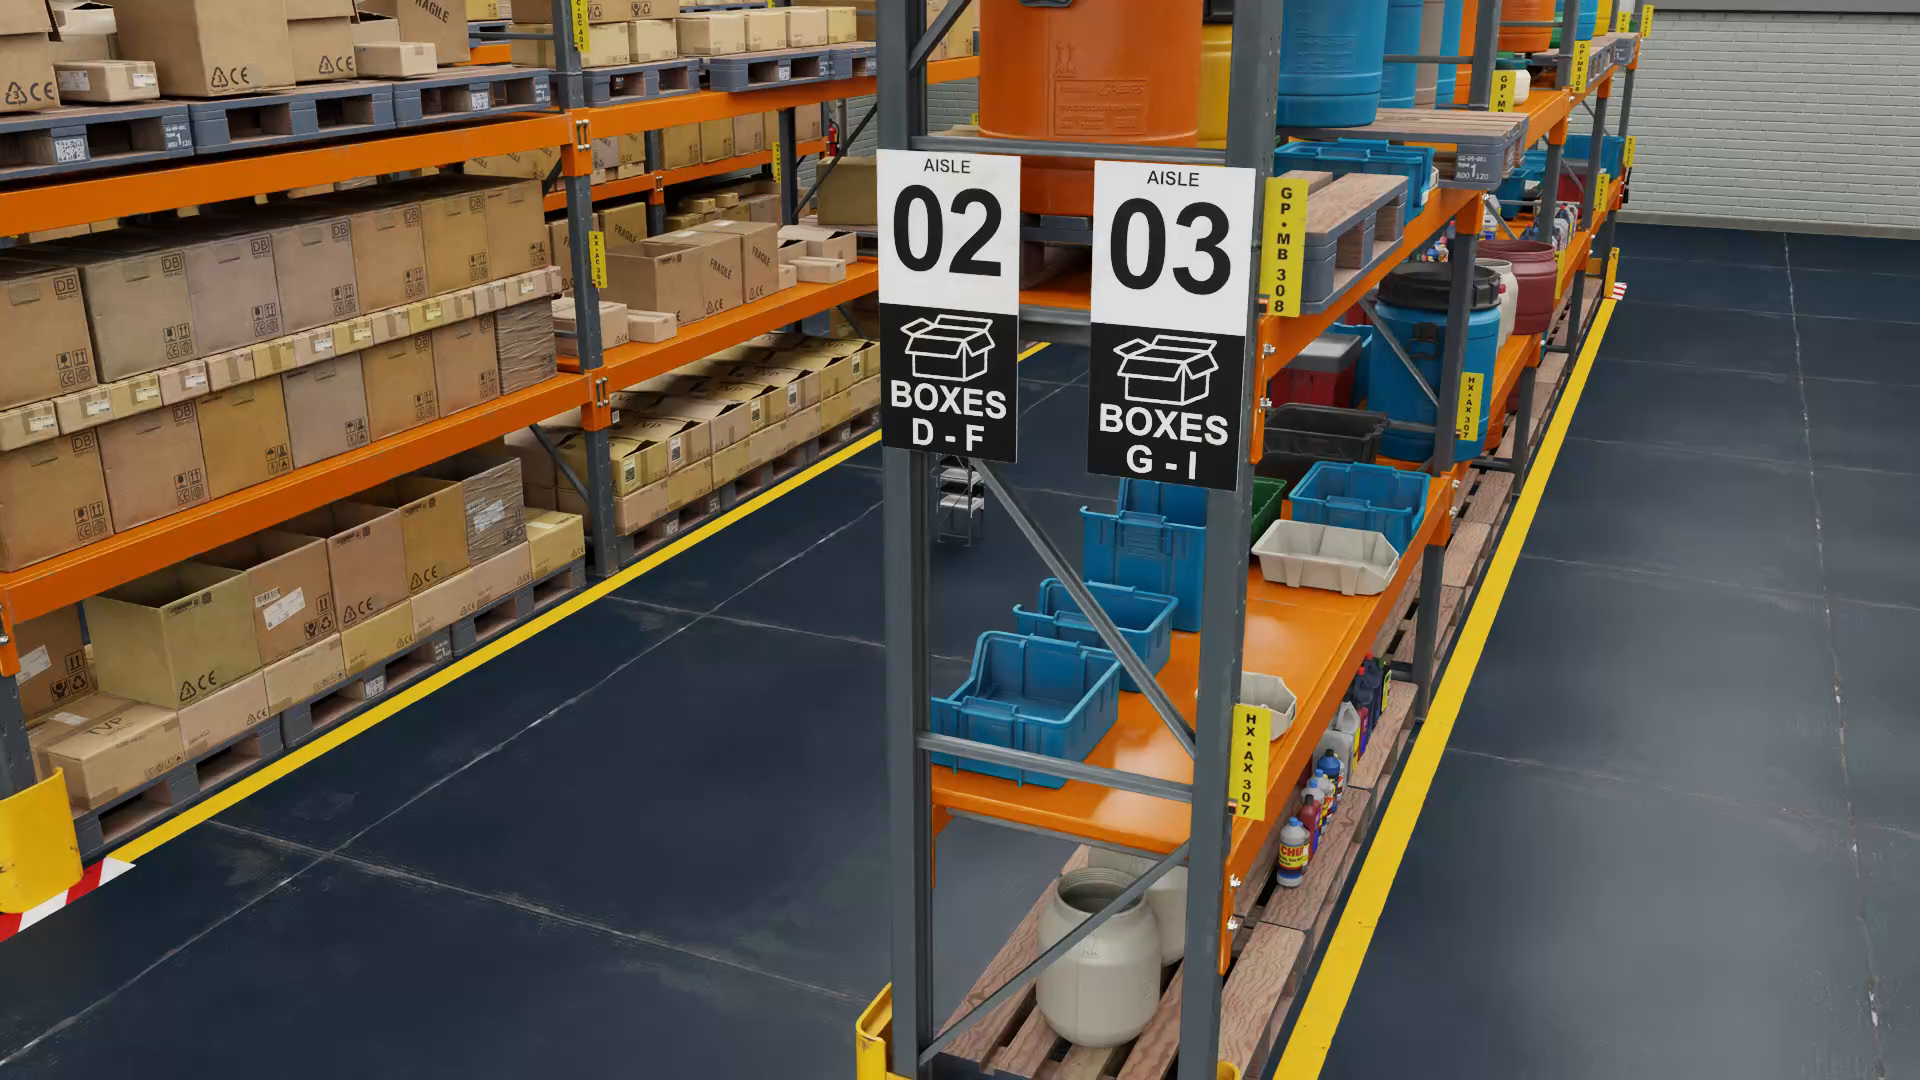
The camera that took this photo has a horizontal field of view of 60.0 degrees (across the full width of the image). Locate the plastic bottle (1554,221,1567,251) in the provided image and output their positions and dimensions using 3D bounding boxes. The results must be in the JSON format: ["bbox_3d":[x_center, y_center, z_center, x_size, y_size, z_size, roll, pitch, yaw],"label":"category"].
[{"bbox_3d":[4.905,-2.493,13.687,0.152,0.276,0.135,9,21,23],"label":"plastic bottle"}]

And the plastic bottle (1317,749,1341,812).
[{"bbox_3d":[1.559,1.015,7.054,0.097,0.271,0.097,0,20,0],"label":"plastic bottle"}]

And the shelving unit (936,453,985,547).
[{"bbox_3d":[0.003,-0.426,10.825,0.258,0.900,0.210,9,21,23],"label":"shelving unit"}]

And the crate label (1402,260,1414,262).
[{"bbox_3d":[2.891,-1.550,10.799,0.502,0.435,0.616,9,21,23],"label":"crate label"}]

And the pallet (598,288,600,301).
[{"bbox_3d":[-4.103,-2.822,18.590,1.003,0.211,1.213,9,21,23],"label":"pallet"}]

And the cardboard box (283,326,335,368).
[{"bbox_3d":[-3.262,-0.949,8.042,0.380,0.149,0.250,9,21,23],"label":"cardboard box"}]

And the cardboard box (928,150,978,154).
[{"bbox_3d":[-0.269,-3.188,14.679,0.700,0.500,0.500,13,23,33],"label":"cardboard box"}]

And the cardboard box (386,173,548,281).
[{"bbox_3d":[-2.787,-1.780,9.413,0.700,0.500,0.500,9,21,23],"label":"cardboard box"}]

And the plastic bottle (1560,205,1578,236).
[{"bbox_3d":[5.316,-2.800,14.550,0.152,0.276,0.135,9,21,23],"label":"plastic bottle"}]

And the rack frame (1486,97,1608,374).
[{"bbox_3d":[5.182,-3.023,14.993,1.000,3.000,0.127,9,21,23],"label":"rack frame"}]

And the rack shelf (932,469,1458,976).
[{"bbox_3d":[1.087,0.373,6.518,1.077,0.370,4.000,9,21,23],"label":"rack shelf"}]

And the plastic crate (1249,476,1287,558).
[{"bbox_3d":[1.093,-0.102,7.094,0.450,0.188,0.662,9,21,23],"label":"plastic crate"}]

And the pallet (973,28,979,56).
[{"bbox_3d":[-0.088,-4.522,15.010,1.213,0.211,1.003,9,21,23],"label":"pallet"}]

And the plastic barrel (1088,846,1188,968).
[{"bbox_3d":[0.673,1.255,6.051,0.421,0.512,0.421,0,20,0],"label":"plastic barrel"}]

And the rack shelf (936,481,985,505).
[{"bbox_3d":[0.003,-0.310,10.866,0.258,0.077,0.200,9,21,23],"label":"rack shelf"}]

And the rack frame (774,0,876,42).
[{"bbox_3d":[-0.973,-5.308,12.464,1.000,3.000,0.127,9,21,23],"label":"rack frame"}]

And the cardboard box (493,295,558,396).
[{"bbox_3d":[-2.787,-1.169,9.630,0.700,0.500,0.500,8,21,21],"label":"cardboard box"}]

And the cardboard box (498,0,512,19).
[{"bbox_3d":[-4.749,-5.473,16.599,0.700,0.500,0.500,9,21,23],"label":"cardboard box"}]

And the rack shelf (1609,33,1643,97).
[{"bbox_3d":[6.001,-4.709,16.330,1.077,0.370,4.000,9,21,23],"label":"rack shelf"}]

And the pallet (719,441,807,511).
[{"bbox_3d":[-1.847,-0.549,12.199,1.003,0.211,1.213,9,21,23],"label":"pallet"}]

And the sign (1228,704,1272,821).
[{"bbox_3d":[0.769,0.592,4.416,0.100,0.325,0.005,9,21,23],"label":"sign"}]

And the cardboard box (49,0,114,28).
[{"bbox_3d":[-6.583,-3.851,12.349,0.500,0.311,0.500,9,22,24],"label":"cardboard box"}]

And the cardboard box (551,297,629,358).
[{"bbox_3d":[-2.449,-1.344,10.496,0.500,0.250,0.500,10,22,26],"label":"cardboard box"}]

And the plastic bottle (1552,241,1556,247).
[{"bbox_3d":[4.562,-2.212,12.905,0.097,0.271,0.097,0,20,0],"label":"plastic bottle"}]

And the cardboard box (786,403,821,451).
[{"bbox_3d":[-1.383,-0.878,12.437,0.500,0.250,0.500,9,22,24],"label":"cardboard box"}]

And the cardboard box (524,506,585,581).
[{"bbox_3d":[-2.602,0.011,9.938,0.500,0.250,0.500,9,21,23],"label":"cardboard box"}]

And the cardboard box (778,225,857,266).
[{"bbox_3d":[-1.162,-2.334,13.188,0.500,0.311,0.500,10,22,26],"label":"cardboard box"}]

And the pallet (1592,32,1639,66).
[{"bbox_3d":[4.950,-4.094,13.810,1.213,0.211,1.003,9,21,23],"label":"pallet"}]

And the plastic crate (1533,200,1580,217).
[{"bbox_3d":[5.503,-3.050,15.372,0.396,0.136,0.243,9,21,23],"label":"plastic crate"}]

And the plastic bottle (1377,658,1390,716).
[{"bbox_3d":[2.010,0.687,7.957,0.061,0.283,0.133,10,22,25],"label":"plastic bottle"}]

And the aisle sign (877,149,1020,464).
[{"bbox_3d":[-0.032,-0.598,4.295,0.394,0.787,0.004,9,21,23],"label":"aisle sign"}]

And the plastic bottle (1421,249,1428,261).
[{"bbox_3d":[3.415,-1.998,12.285,0.061,0.283,0.133,9,21,23],"label":"plastic bottle"}]

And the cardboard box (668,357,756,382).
[{"bbox_3d":[-1.874,-1.211,12.536,0.500,0.311,0.500,8,21,21],"label":"cardboard box"}]

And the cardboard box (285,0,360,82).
[{"bbox_3d":[-3.401,-2.498,8.050,0.797,0.503,0.637,11,22,29],"label":"cardboard box"}]

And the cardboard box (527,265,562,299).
[{"bbox_3d":[-2.527,-1.499,9.589,0.380,0.149,0.250,9,21,23],"label":"cardboard box"}]

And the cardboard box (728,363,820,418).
[{"bbox_3d":[-1.379,-1.140,12.338,0.500,0.311,0.500,8,21,22],"label":"cardboard box"}]

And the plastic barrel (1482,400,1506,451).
[{"bbox_3d":[3.729,-1.128,12.275,0.600,0.830,0.708,9,21,23],"label":"plastic barrel"}]

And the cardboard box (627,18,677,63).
[{"bbox_3d":[-2.128,-3.154,10.482,0.500,0.250,0.500,6,21,17],"label":"cardboard box"}]

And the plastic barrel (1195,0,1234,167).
[{"bbox_3d":[0.619,-1.421,5.102,0.600,0.588,0.600,0,20,0],"label":"plastic barrel"}]

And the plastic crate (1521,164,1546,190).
[{"bbox_3d":[5.880,-3.763,17.232,0.416,0.233,0.300,9,21,23],"label":"plastic crate"}]

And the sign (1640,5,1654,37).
[{"bbox_3d":[7.329,-5.539,17.748,0.100,0.325,0.005,9,21,23],"label":"sign"}]

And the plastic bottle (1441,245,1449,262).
[{"bbox_3d":[3.758,-2.201,12.976,0.097,0.201,0.097,0,20,0],"label":"plastic bottle"}]

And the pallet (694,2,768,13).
[{"bbox_3d":[-3.010,-6.374,20.072,1.003,0.211,1.213,9,21,23],"label":"pallet"}]

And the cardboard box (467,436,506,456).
[{"bbox_3d":[-3.087,-0.415,10.018,0.500,0.500,0.500,9,21,23],"label":"cardboard box"}]

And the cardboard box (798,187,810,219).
[{"bbox_3d":[-2.413,-4.398,21.962,0.700,0.500,0.500,9,21,23],"label":"cardboard box"}]

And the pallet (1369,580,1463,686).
[{"bbox_3d":[2.193,0.491,9.274,1.003,0.211,1.213,9,21,23],"label":"pallet"}]

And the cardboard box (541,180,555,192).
[{"bbox_3d":[-4.416,-3.669,17.155,0.380,0.149,0.250,9,22,24],"label":"cardboard box"}]

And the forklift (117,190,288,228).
[{"bbox_3d":[-4.694,-1.638,11.201,1.130,2.935,3.031,8,21,22],"label":"forklift"}]

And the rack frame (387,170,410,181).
[{"bbox_3d":[-5.494,-3.160,15.377,1.000,3.000,0.127,9,21,23],"label":"rack frame"}]

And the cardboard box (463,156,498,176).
[{"bbox_3d":[-4.839,-3.629,16.072,0.500,0.500,0.500,9,22,24],"label":"cardboard box"}]

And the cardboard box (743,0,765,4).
[{"bbox_3d":[-2.696,-6.614,20.060,0.500,0.250,0.500,8,21,21],"label":"cardboard box"}]

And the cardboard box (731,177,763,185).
[{"bbox_3d":[-2.751,-4.614,21.602,0.380,0.149,0.250,9,21,23],"label":"cardboard box"}]

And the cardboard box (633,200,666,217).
[{"bbox_3d":[-3.697,-3.906,19.610,0.380,0.149,0.250,8,21,22],"label":"cardboard box"}]

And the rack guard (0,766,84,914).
[{"bbox_3d":[-4.259,1.149,6.991,1.175,0.500,0.348,9,21,23],"label":"rack guard"}]

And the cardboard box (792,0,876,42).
[{"bbox_3d":[-0.825,-4.080,13.338,0.910,0.500,0.500,9,21,23],"label":"cardboard box"}]
